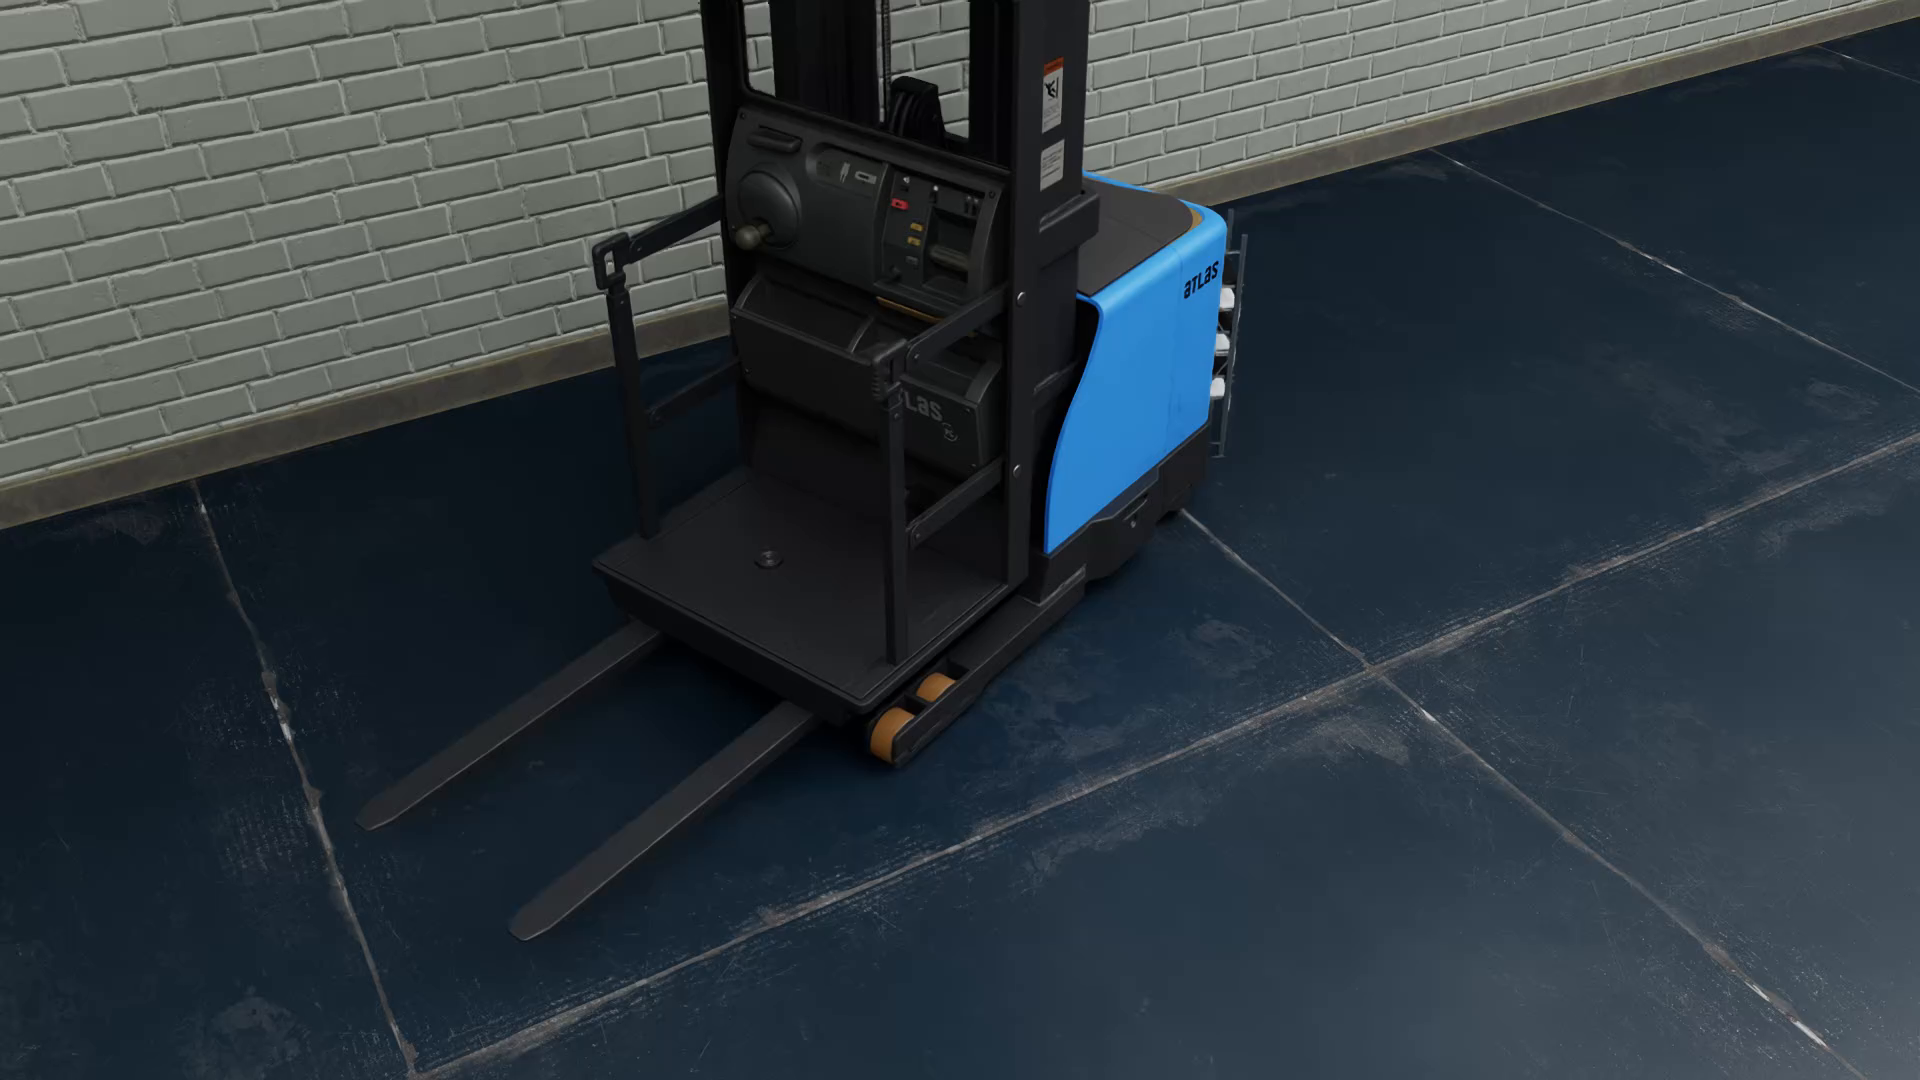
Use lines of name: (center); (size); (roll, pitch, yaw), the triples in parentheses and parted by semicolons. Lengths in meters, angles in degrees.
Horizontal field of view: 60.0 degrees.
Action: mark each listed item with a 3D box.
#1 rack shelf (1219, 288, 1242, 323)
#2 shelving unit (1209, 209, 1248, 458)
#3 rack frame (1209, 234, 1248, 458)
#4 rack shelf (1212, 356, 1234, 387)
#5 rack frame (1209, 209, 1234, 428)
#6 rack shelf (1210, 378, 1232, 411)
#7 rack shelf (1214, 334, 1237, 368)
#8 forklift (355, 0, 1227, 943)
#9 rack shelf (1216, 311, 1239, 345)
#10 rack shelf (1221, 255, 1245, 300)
rack shelf: (0.848, -0.845, 5.895); (0.258, 0.077, 0.200); (-3, 36, -4)
shelving unit: (0.848, -0.726, 5.981); (0.258, 0.900, 0.210); (-3, 36, -4)
rack frame: (0.857, -0.667, 5.900); (0.240, 0.900, 0.006); (-3, 36, -4)
rack shelf: (0.848, -0.627, 6.054); (0.258, 0.077, 0.200); (-3, 36, -4)
rack frame: (0.838, -0.786, 6.063); (0.240, 0.900, 0.006); (-3, 36, -4)
rack shelf: (0.848, -0.554, 6.107); (0.258, 0.077, 0.200); (-3, 36, -4)
rack shelf: (0.848, -0.699, 6.001); (0.258, 0.077, 0.200); (-3, 36, -4)
forklift: (-0.409, -0.857, 4.438); (1.130, 2.935, 3.031); (24, 43, 29)
rack shelf: (0.848, -0.772, 5.948); (0.258, 0.077, 0.200); (-3, 36, -4)
rack shelf: (0.848, -0.917, 5.842); (0.258, 0.077, 0.200); (-3, 36, -4)
